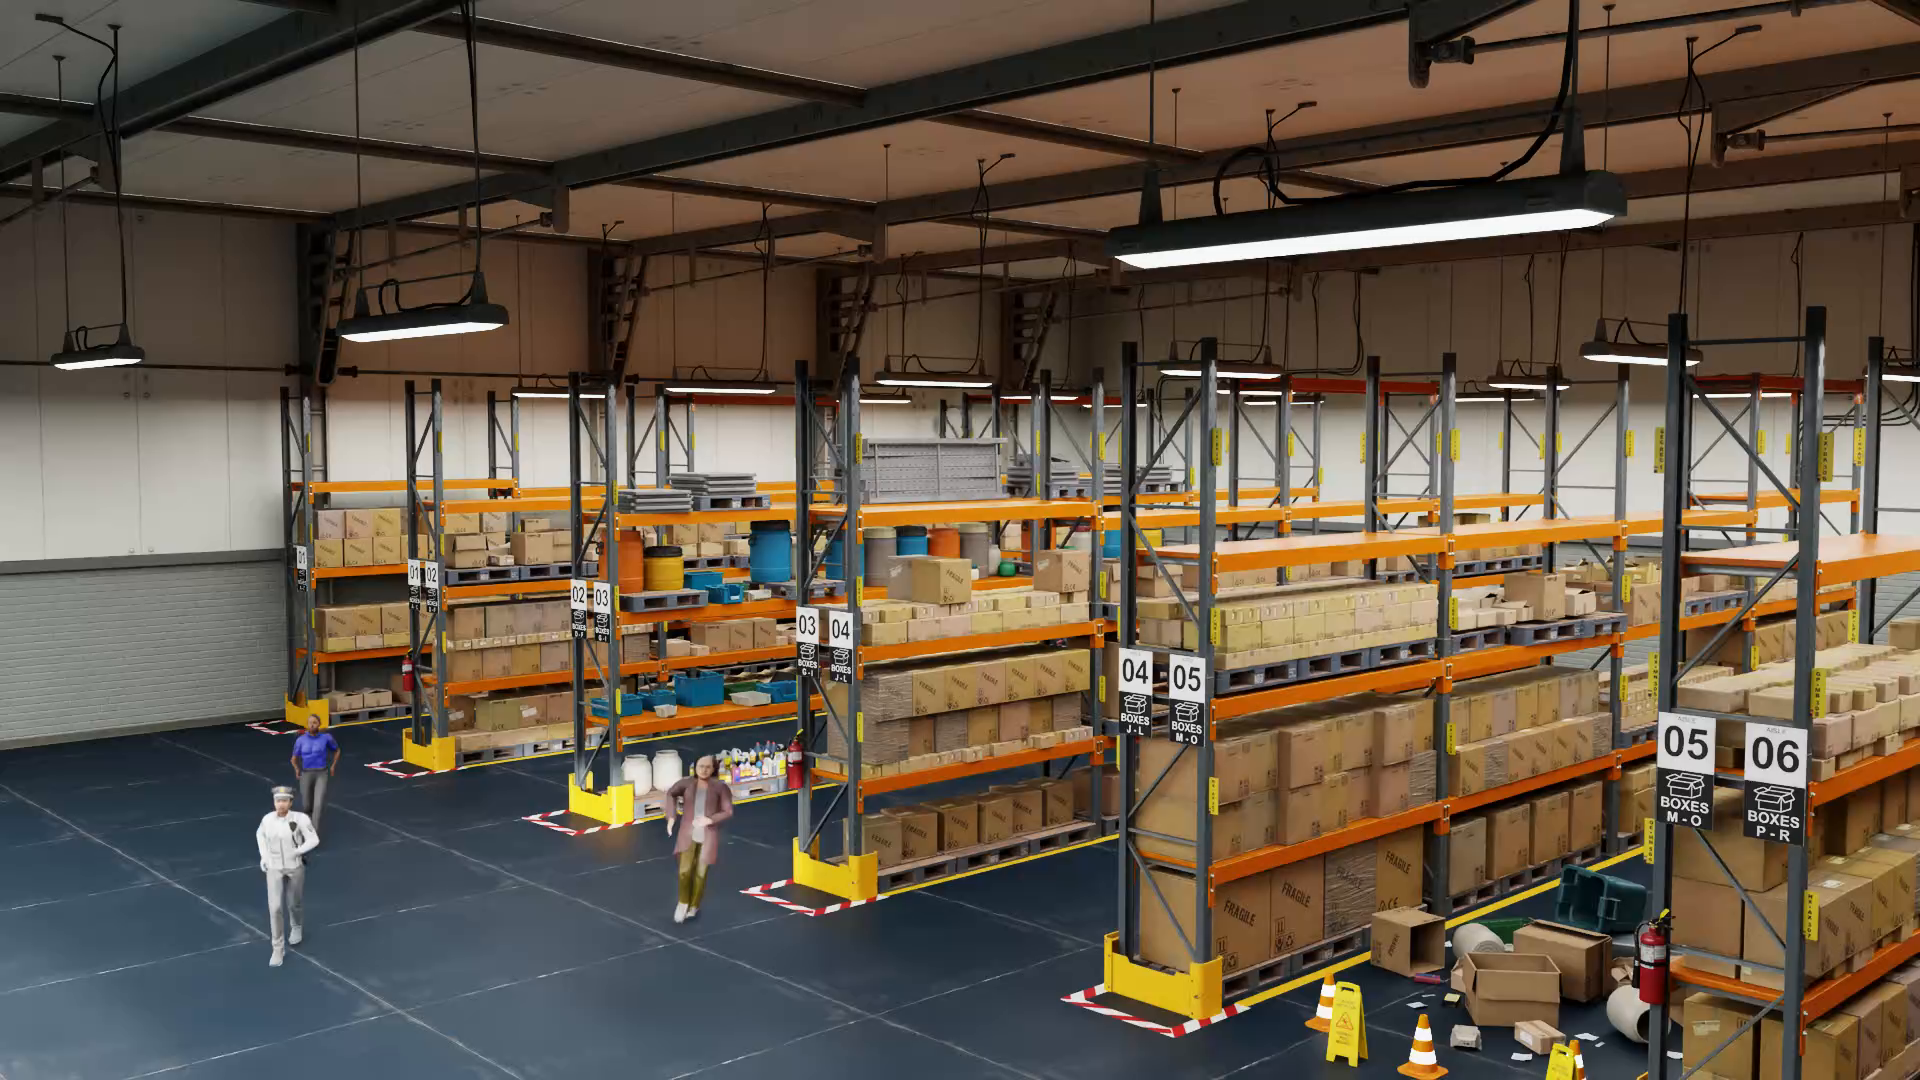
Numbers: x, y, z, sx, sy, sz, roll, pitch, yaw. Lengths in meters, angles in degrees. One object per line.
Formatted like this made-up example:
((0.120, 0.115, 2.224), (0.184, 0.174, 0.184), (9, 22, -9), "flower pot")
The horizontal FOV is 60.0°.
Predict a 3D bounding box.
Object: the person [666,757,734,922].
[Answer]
((-2.755, 3.157, 17.597), (0.714, 1.729, 0.680), (-1, 4, -9), "person")

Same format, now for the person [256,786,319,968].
((-6.653, 3.262, 16.450), (0.610, 1.716, 0.835), (-1, 4, -15), "person")

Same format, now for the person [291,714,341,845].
((-8.177, 3.017, 21.124), (0.593, 1.612, 0.773), (-1, 4, -18), "person")
